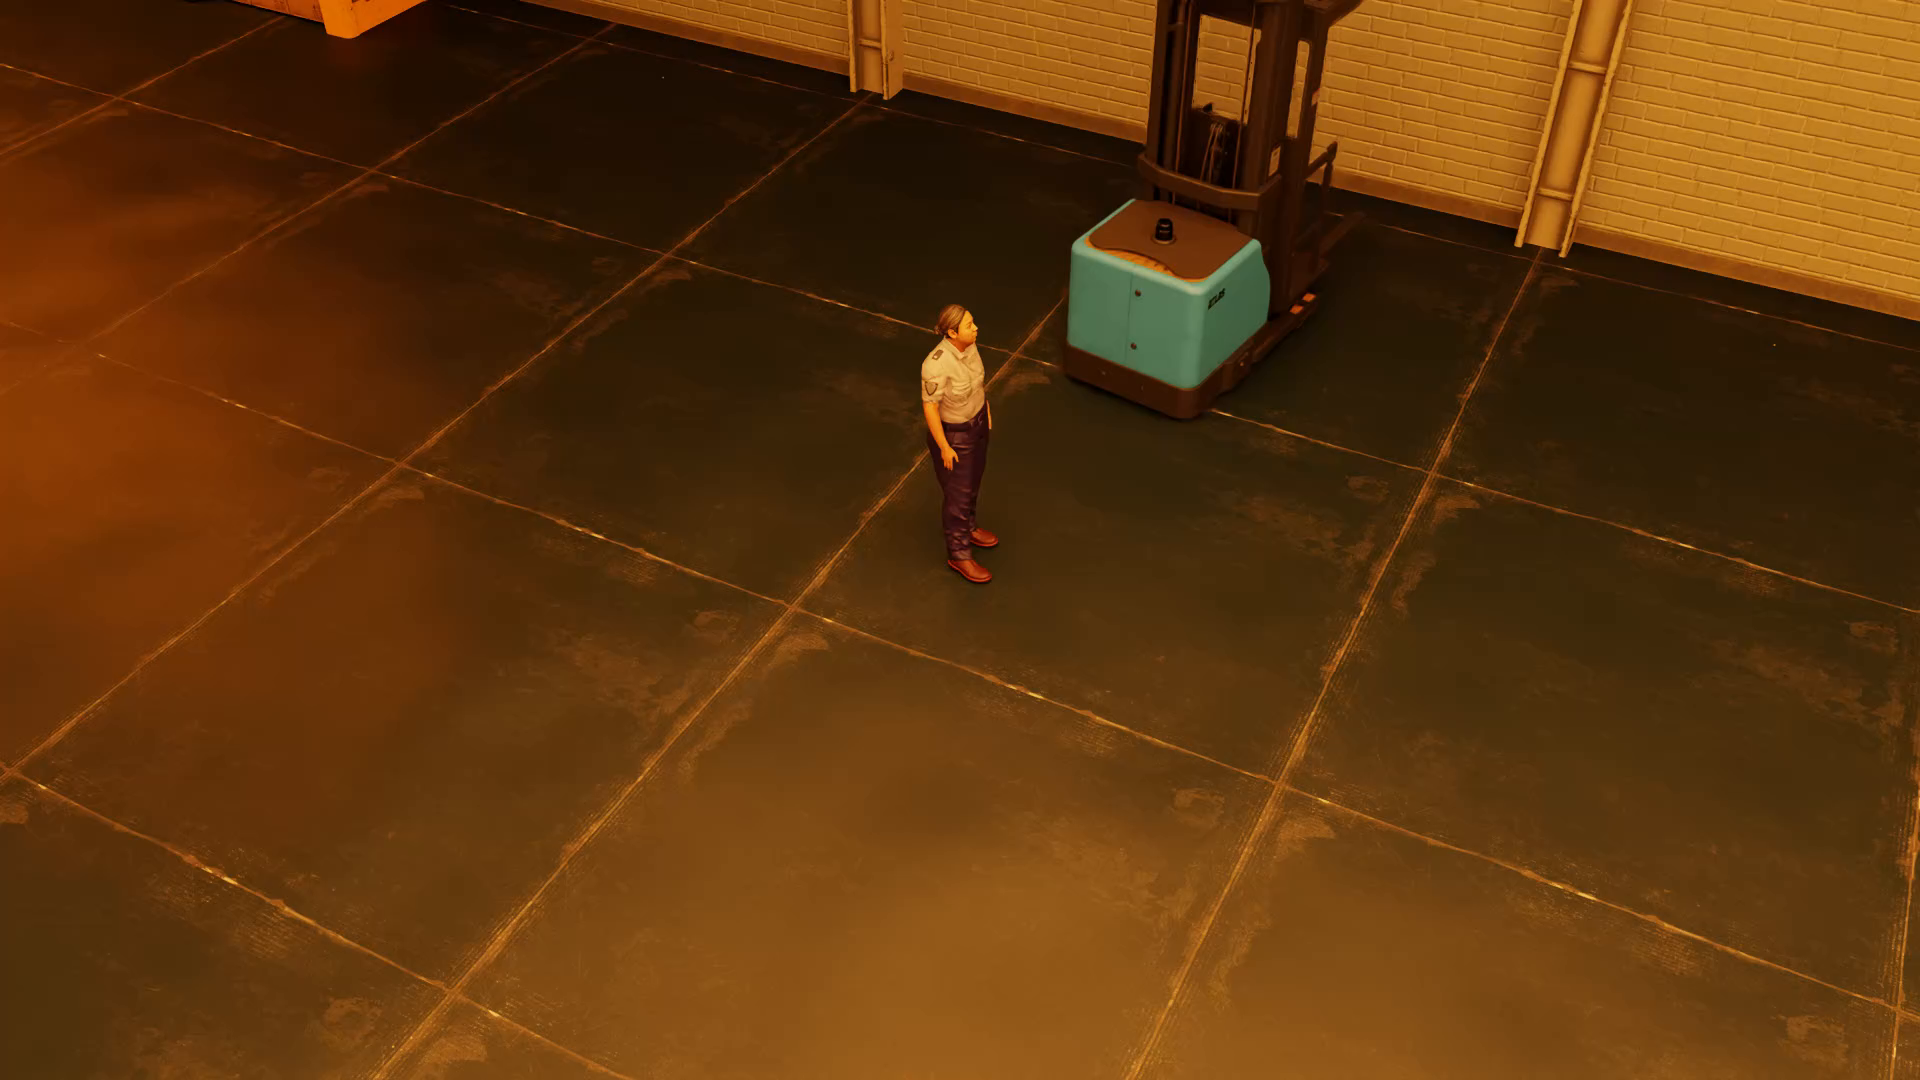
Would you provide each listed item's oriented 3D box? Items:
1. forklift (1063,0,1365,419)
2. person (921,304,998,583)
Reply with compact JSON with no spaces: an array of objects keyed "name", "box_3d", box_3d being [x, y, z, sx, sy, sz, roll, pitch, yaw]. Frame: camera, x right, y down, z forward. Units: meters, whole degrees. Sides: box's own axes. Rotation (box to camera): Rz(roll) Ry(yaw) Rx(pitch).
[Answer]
[{"name":"forklift","box_3d":[1.990,-2.831,11.348,1.130,2.935,3.031,25,46,27]},{"name":"person","box_3d":[0.069,-0.591,9.683,0.502,1.640,0.598,18,43,21]}]
